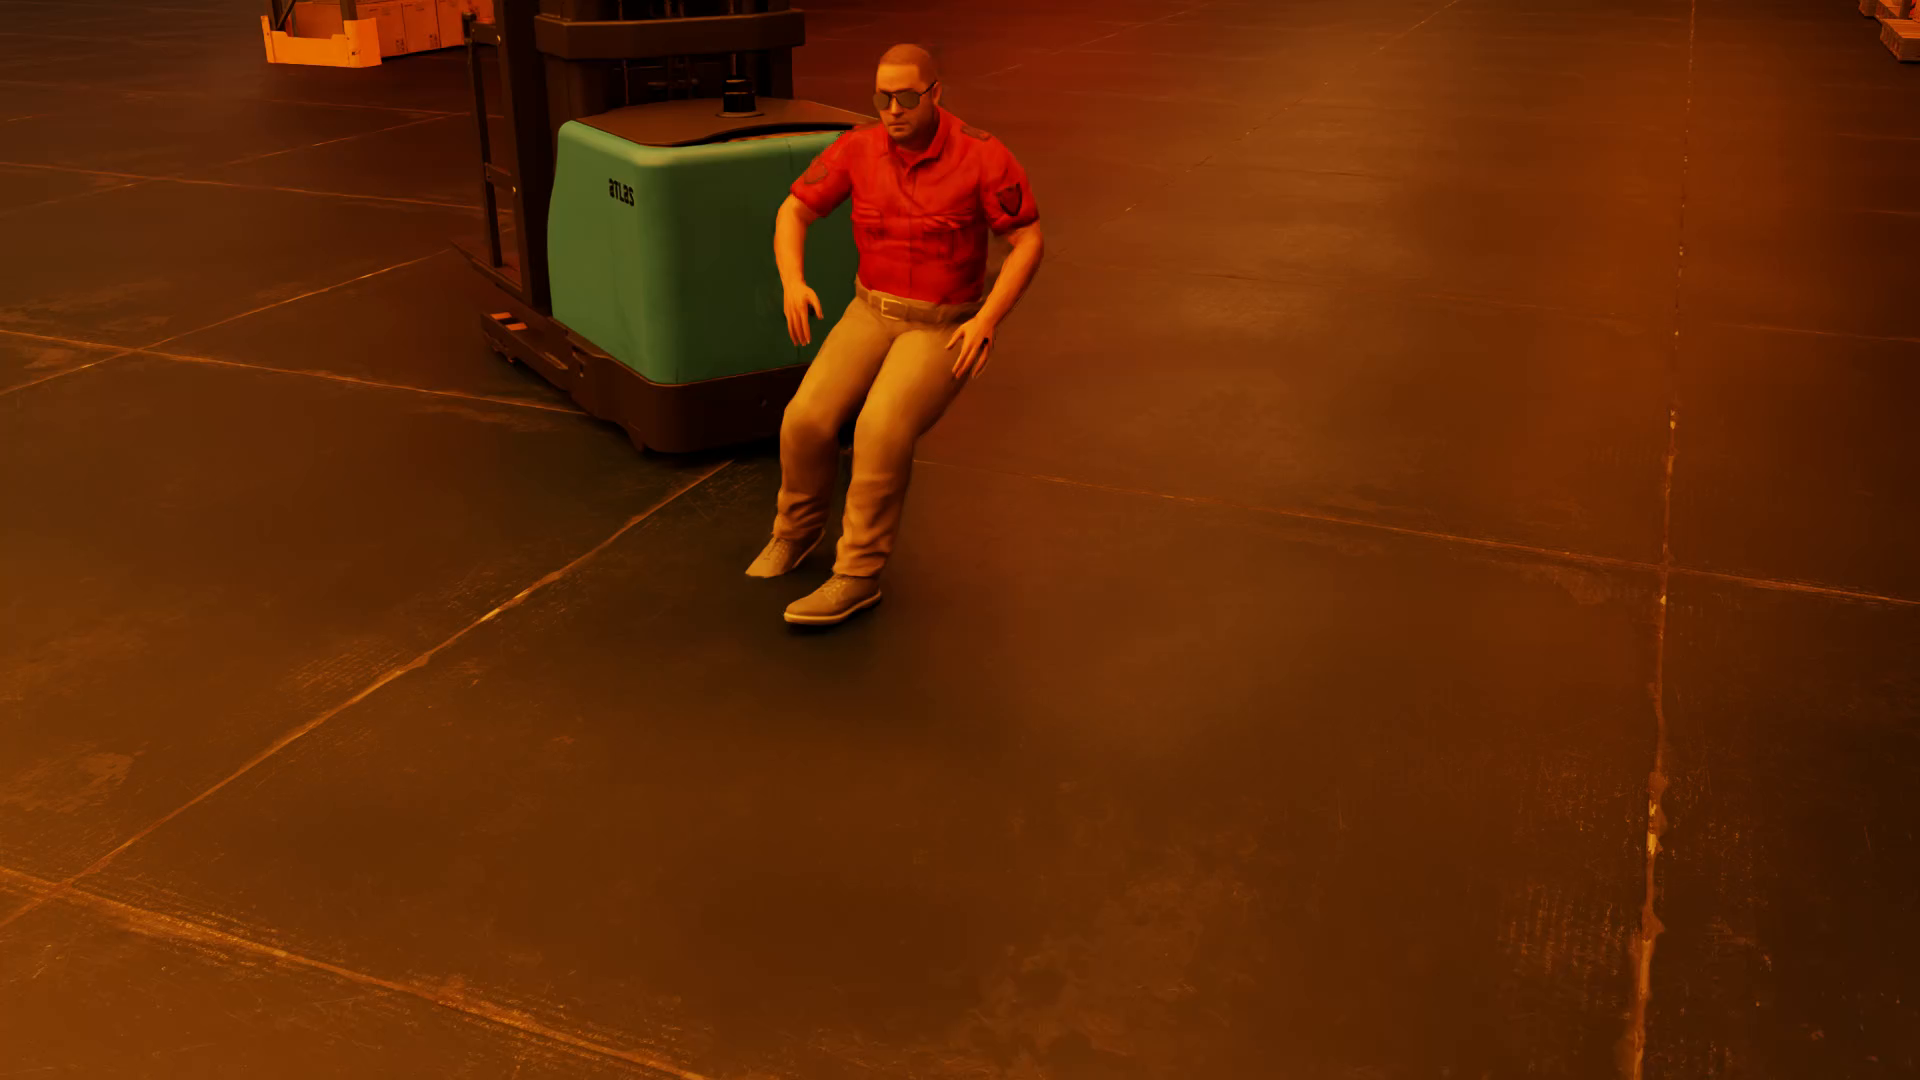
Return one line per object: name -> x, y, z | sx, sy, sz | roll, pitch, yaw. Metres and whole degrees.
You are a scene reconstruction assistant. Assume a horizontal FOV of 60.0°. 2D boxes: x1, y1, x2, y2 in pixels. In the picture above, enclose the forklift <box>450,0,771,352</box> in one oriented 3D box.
forklift -> -1.396, -2.157, 6.535 | 1.101, 2.867, 2.884 | -14, 26, -29
